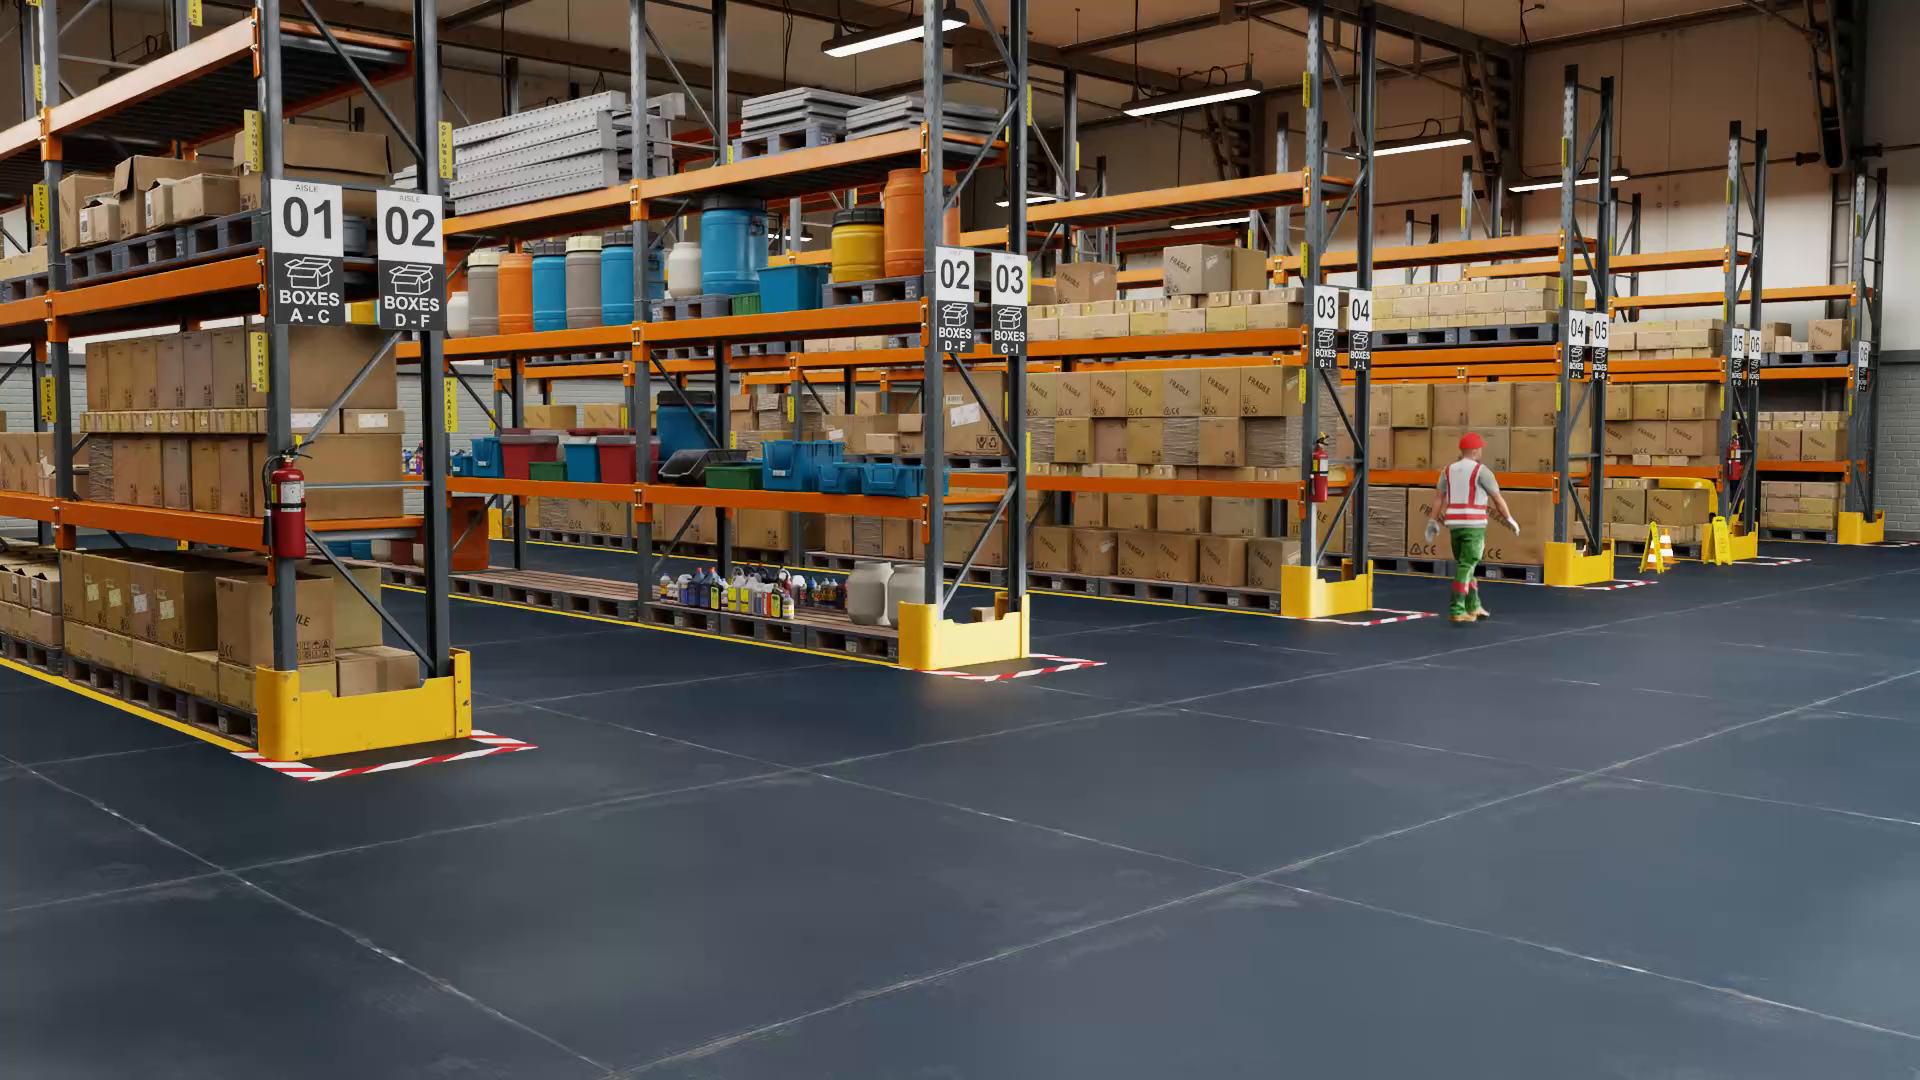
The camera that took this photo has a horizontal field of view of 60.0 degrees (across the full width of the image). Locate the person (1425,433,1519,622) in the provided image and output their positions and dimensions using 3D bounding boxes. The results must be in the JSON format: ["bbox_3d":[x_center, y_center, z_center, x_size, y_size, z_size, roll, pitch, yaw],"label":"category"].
[{"bbox_3d":[4.830,-0.122,15.671,0.891,1.766,0.715,-3,5,-37],"label":"person"}]
